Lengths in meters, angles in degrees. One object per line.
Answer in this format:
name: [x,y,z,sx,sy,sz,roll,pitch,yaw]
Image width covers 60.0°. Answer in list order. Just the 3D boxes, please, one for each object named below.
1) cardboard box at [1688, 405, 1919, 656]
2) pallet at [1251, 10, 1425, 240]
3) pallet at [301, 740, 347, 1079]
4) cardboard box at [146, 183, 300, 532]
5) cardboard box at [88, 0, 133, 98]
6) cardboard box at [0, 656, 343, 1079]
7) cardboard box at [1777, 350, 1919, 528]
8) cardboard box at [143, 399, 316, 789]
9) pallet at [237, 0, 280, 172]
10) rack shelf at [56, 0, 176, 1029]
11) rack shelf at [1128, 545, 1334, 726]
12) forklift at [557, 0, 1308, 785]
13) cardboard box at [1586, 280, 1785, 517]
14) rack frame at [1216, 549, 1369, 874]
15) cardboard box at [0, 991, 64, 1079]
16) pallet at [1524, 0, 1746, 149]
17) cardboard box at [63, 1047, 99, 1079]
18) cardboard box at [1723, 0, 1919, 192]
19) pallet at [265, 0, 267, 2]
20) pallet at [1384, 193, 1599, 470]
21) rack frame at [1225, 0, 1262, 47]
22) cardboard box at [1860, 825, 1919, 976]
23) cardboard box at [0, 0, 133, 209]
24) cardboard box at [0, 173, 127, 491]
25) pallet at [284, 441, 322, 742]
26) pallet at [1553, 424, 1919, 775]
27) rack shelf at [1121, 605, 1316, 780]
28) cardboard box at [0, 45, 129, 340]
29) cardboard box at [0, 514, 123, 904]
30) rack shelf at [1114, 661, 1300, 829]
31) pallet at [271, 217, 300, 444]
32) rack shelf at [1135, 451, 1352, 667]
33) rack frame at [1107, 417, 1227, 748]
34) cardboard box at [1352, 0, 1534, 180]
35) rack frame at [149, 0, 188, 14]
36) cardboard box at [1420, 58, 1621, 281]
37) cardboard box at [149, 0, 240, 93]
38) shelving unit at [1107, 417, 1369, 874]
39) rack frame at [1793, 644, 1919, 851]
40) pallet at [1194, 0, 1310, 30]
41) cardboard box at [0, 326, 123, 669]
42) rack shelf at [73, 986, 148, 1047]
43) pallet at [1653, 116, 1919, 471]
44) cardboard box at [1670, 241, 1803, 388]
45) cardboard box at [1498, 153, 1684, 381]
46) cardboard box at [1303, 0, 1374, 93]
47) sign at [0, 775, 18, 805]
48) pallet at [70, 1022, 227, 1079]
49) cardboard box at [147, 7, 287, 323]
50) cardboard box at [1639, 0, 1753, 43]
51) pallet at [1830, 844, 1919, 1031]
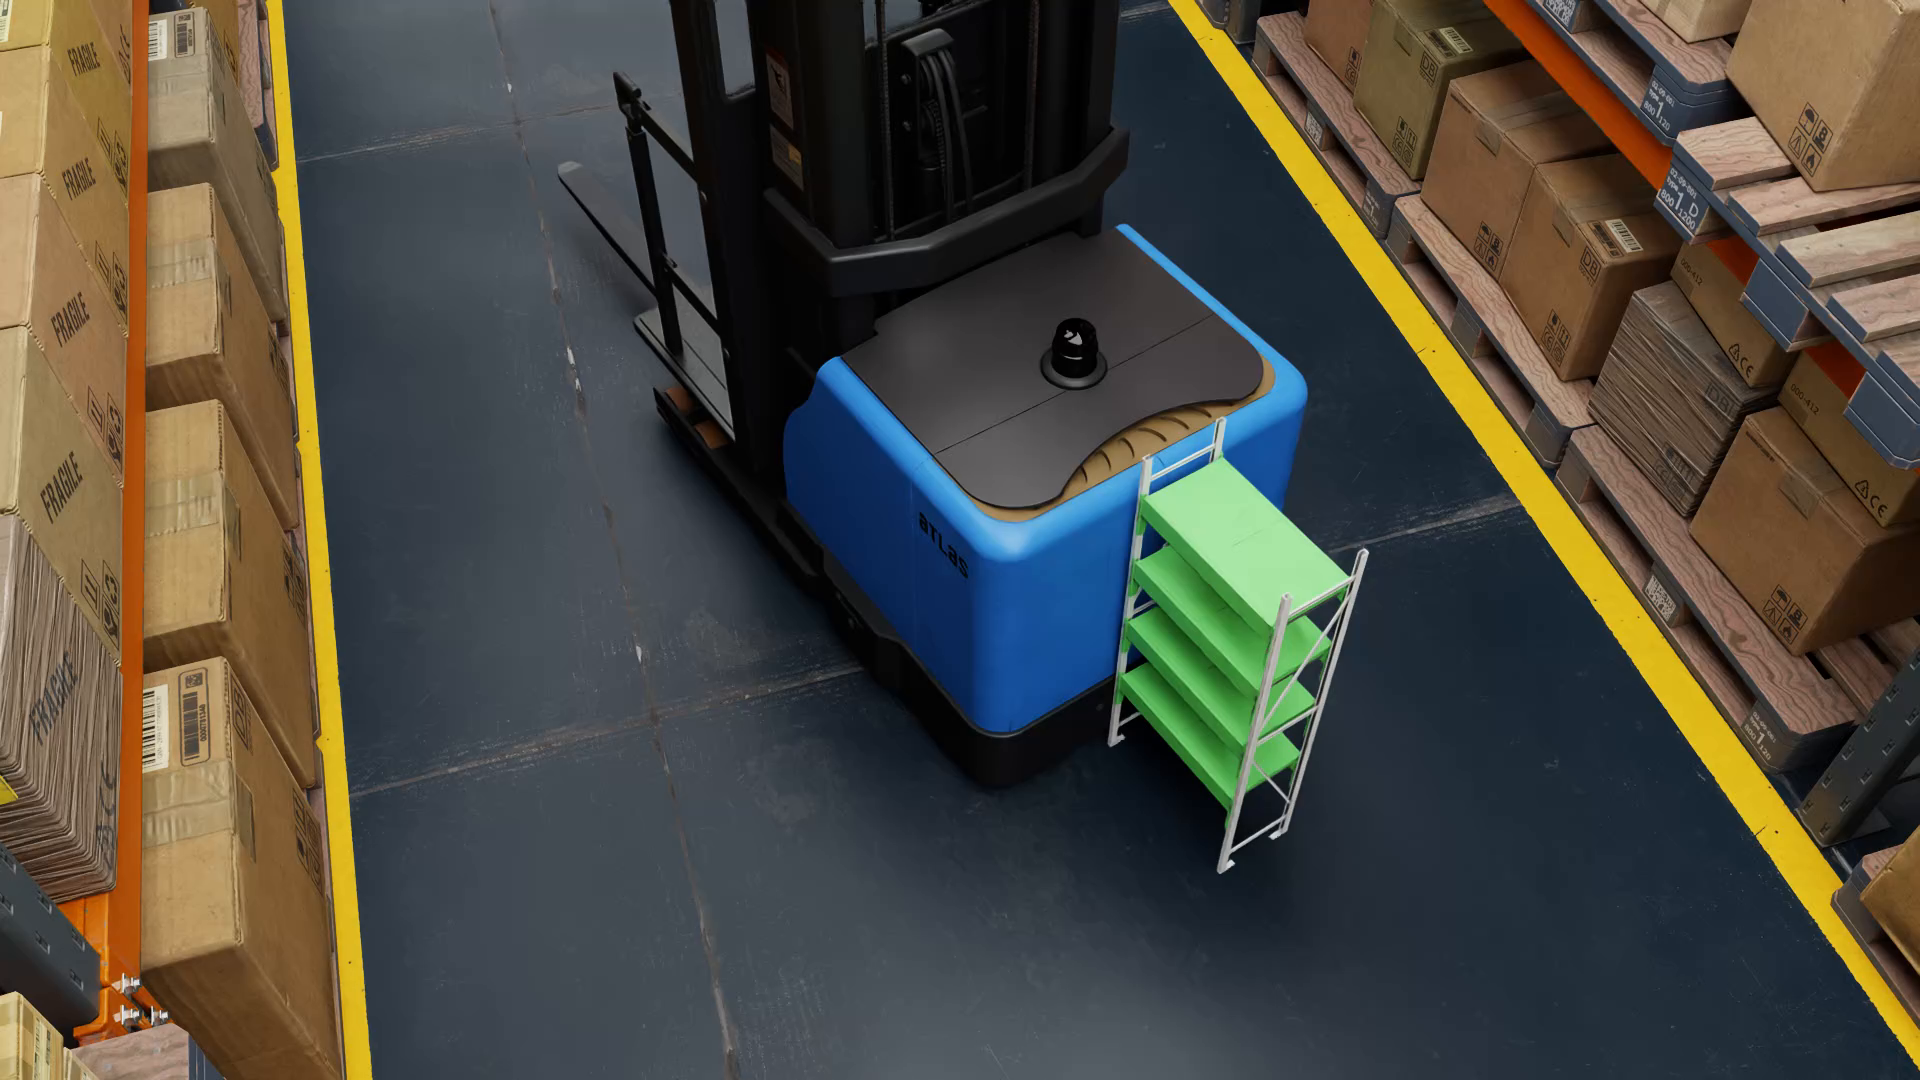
cardboard box: [2.589,-0.100,4.720,0.700,0.500,0.500,-16,52,-13]
pallet: [1.855,-1.733,6.573,1.003,0.211,1.213,-13,51,-11]
pallet: [-2.123,1.074,4.206,1.003,0.211,1.213,-13,51,-11]
cardboard box: [-2.594,-0.425,4.843,1.050,0.750,0.750,-13,51,-11]
cardboard box: [-2.586,-1.495,4.483,0.500,0.500,0.500,-14,51,-11]
cardboard box: [-2.056,0.893,3.732,1.050,0.750,0.750,-14,51,-11]
cardboard box: [2.579,-0.339,4.431,0.500,0.250,0.500,-11,51,-9]
cardboard box: [-2.318,0.255,4.270,1.050,0.750,0.750,-13,51,-10]
pallet: [-3.295,-1.827,6.652,1.003,0.211,1.213,-13,51,-11]
rack shelf: [-2.553,-0.460,4.147,1.077,0.370,4.000,-13,51,-11]
rack shelf: [0.661,0.192,4.073,0.258,0.148,0.480,-27,55,-21]
forklift: [-0.350,-1.369,4.487,1.130,2.935,3.031,-28,55,-22]
cardboard box: [2.413,-0.502,5.059,0.700,0.500,0.500,-17,52,-14]
rack frame: [0.796,0.461,4.077,0.240,1.200,0.015,-27,55,-21]
cardboard box: [-1.379,0.777,2.134,0.380,0.149,0.250,-15,52,-12]
pallet: [2.182,-1.654,4.808,1.003,0.211,1.213,-13,51,-11]
cardboard box: [-1.381,0.876,2.245,0.380,0.149,0.250,-12,51,-10]
cardboard box: [2.348,-1.217,3.974,0.700,0.500,0.500,-7,50,-6]
pallet: [-3.659,-2.720,7.405,1.003,0.211,1.213,-13,51,-11]
pallet: [2.219,-0.841,5.821,1.003,0.211,1.213,-13,51,-11]
rack frame: [1.623,-3.201,5.986,1.000,3.000,0.127,-13,51,-11]
cardboard box: [2.990,0.779,3.746,1.225,0.875,0.875,-15,52,-13]
cardboard box: [-2.436,-1.126,4.172,0.500,0.500,0.500,-13,51,-11]
cardboard box: [-2.139,-0.392,3.553,0.500,0.500,0.500,-13,51,-11]
pallet: [-2.480,0.185,4.956,1.003,0.211,1.213,-13,51,-11]
pallet: [2.576,0.049,5.071,1.003,0.211,1.213,-13,51,-11]
rack shelf: [0.661,0.347,4.257,0.258,0.148,0.480,-27,55,-21]
cardboard box: [-2.284,-0.756,3.860,0.500,0.500,0.500,-14,51,-11]
cardboard box: [-1.837,0.347,2.930,0.500,0.500,0.500,-13,51,-11]
rack shelf: [0.661,0.501,4.440,0.258,0.148,0.480,-27,55,-21]
pallet: [-2.845,-0.708,5.708,1.003,0.211,1.213,-13,51,-11]
rack shelf: [0.661,0.037,3.890,0.258,0.148,0.480,-27,55,-21]
rack frame: [0.525,0.150,4.338,0.240,1.200,0.015,-27,55,-21]
cardboard box: [1.907,-1.731,6.094,0.700,0.500,0.500,-14,51,-11]
rack frame: [-3.145,-2.153,5.103,1.000,3.000,0.127,-13,51,-11]
cardboard box: [2.073,-1.322,5.750,0.700,0.500,0.500,-17,52,-14]
cardboard box: [-3.264,-2.079,6.155,0.875,0.875,0.875,-13,51,-10]
shelving unit: [0.661,0.306,4.208,0.258,1.200,0.503,-27,55,-21]
rack frame: [2.806,-0.279,3.523,1.000,3.000,0.127,-13,51,-11]
pallet: [1.391,-2.784,7.459,1.003,0.211,1.213,-13,51,-11]
cardboard box: [-1.990,-0.023,3.242,0.500,0.500,0.500,-14,51,-11]
rack shelf: [-1.370,2.461,1.684,1.077,0.370,4.000,-13,51,-11]
pallet: [2.494,-0.714,4.015,1.213,0.211,1.003,-13,51,-11]
cardboard box: [2.413,-0.725,4.756,0.500,0.250,0.500,-8,50,-7]
cardboard box: [2.238,-0.915,5.406,0.700,0.500,0.500,-9,51,-8]
cardboard box: [1.784,-2.083,6.392,0.700,0.500,0.500,-17,52,-14]
sign: [-1.446,0.291,2.337,0.100,0.325,0.005,-13,51,-11]
pallet: [-1.649,1.327,2.295,1.213,0.211,1.003,-13,51,-11]
cardboard box: [-2.875,-1.130,5.438,1.050,0.750,0.750,-14,51,-11]
cardboard box: [2.055,-1.528,4.389,0.396,0.266,0.258,-15,51,-12]
pallet: [2.967,1.213,4.090,1.003,0.211,1.213,-13,51,-11]
